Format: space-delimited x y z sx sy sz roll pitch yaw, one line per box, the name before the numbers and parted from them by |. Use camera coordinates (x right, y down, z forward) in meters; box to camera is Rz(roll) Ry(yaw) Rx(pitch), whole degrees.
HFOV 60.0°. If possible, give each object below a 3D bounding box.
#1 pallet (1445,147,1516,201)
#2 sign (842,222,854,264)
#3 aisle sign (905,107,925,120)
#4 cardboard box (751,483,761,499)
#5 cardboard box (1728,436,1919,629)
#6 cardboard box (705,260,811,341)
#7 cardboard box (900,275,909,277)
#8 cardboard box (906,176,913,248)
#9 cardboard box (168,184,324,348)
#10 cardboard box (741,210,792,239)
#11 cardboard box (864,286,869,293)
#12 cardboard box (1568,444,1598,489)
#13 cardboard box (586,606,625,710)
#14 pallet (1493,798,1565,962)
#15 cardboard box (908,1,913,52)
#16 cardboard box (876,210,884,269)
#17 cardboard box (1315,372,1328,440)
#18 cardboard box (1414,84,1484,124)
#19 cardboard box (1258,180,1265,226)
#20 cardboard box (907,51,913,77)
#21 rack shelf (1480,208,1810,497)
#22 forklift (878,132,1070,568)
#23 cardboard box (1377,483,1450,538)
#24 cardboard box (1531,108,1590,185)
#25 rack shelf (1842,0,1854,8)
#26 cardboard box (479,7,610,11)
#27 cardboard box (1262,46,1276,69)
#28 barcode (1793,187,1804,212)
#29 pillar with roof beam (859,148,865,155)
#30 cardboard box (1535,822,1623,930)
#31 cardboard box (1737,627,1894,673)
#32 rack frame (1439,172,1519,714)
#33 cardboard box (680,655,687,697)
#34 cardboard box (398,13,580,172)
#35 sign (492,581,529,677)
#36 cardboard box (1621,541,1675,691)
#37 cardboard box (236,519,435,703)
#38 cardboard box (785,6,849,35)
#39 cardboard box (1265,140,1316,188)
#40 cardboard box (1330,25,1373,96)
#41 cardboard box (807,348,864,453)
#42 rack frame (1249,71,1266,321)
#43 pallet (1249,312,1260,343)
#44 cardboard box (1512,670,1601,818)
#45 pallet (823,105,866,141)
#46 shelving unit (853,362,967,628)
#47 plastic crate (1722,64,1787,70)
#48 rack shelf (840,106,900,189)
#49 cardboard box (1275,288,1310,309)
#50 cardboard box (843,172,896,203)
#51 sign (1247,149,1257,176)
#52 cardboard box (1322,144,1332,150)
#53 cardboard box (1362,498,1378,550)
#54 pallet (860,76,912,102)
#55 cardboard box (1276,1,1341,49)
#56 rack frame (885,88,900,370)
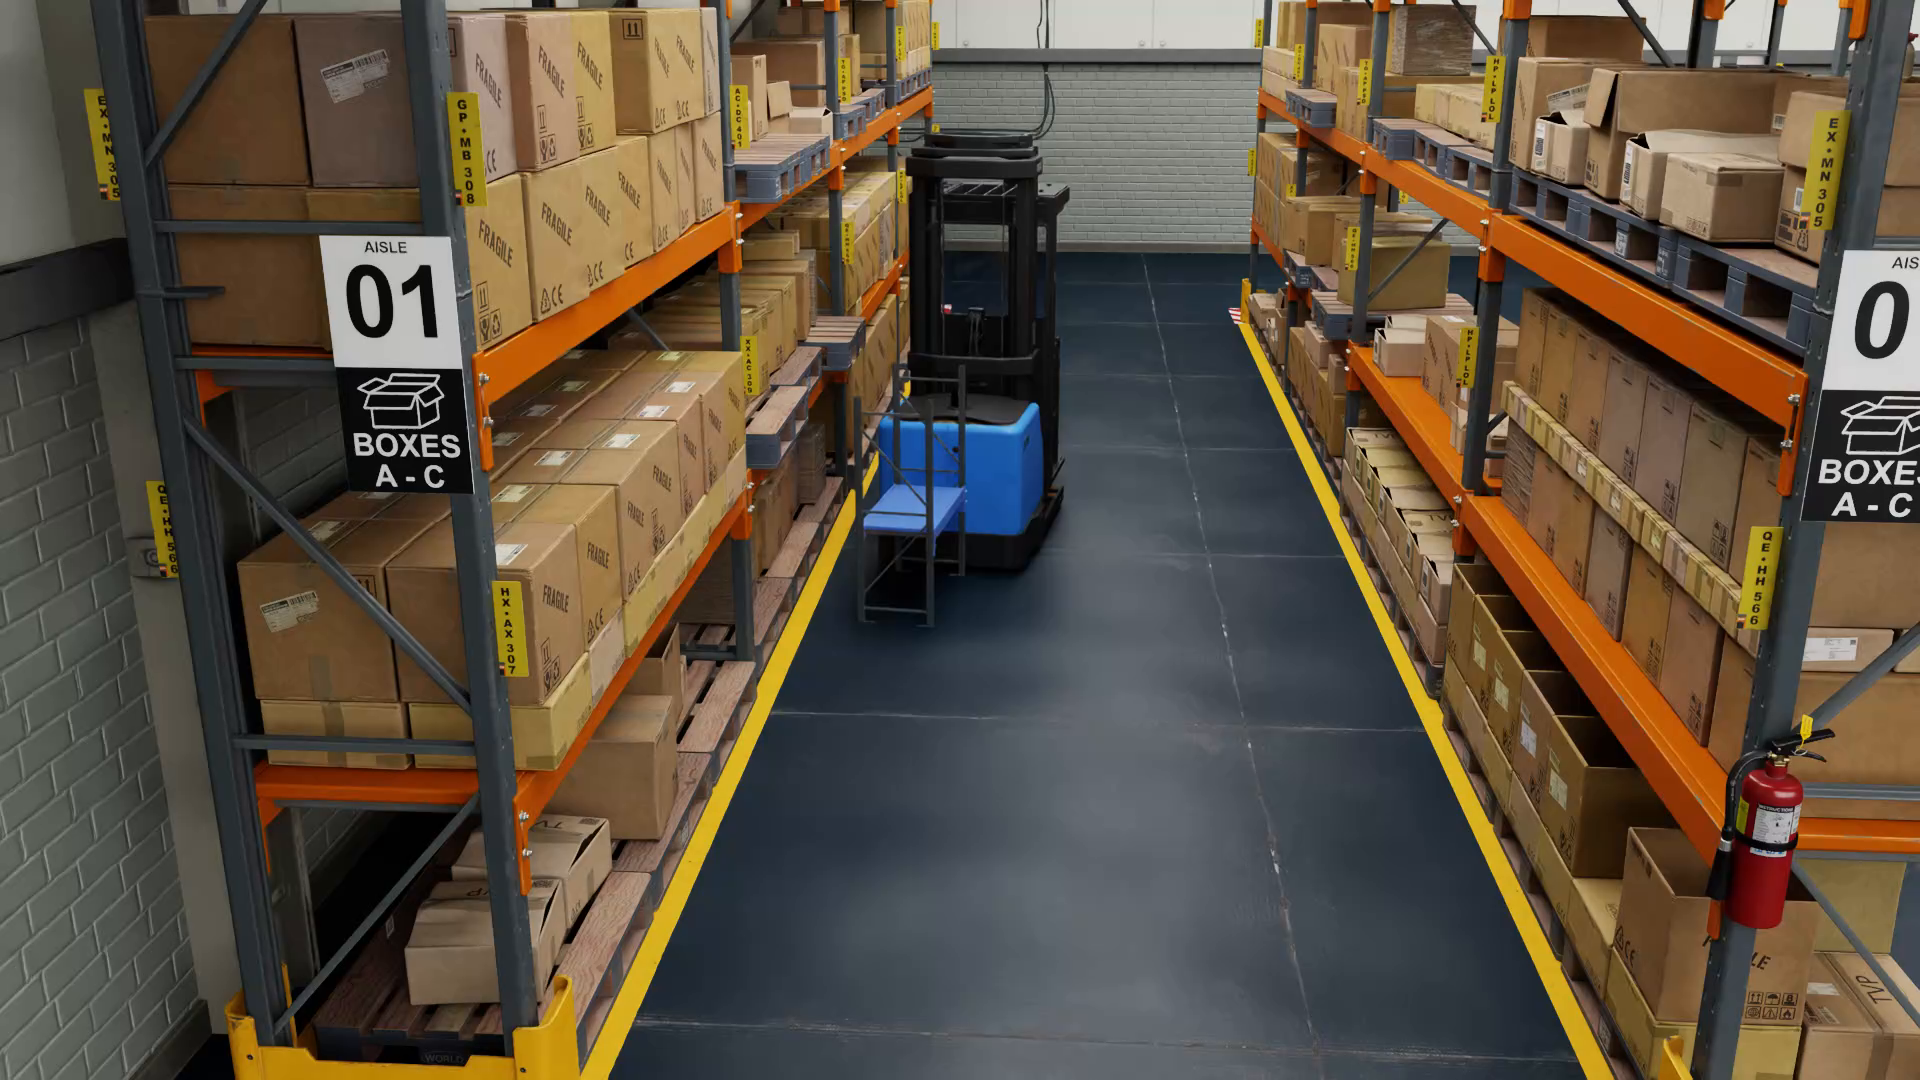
pallet | 3.290 -2.055 9.369 0.805 0.209 1.217 1 18 2
sign | -0.873 -2.302 12.898 0.100 0.325 0.005 1 18 4
aisle sign | -0.537 -5.534 20.320 0.394 0.787 0.004 1 18 4
cardboard box | -1.604 -0.461 11.117 0.500 0.250 0.500 1 18 2
cardboard box | 3.003 -0.030 5.452 0.700 0.500 0.500 1 18 4
cardboard box | -1.452 -1.735 12.032 0.700 0.500 0.500 0 18 -1
cardboard box | -0.828 -2.920 19.856 0.700 0.500 0.500 1 18 4
cardboard box | -1.015 -3.578 18.043 0.980 0.700 0.700 1 18 3
cardboard box | -2.211 -0.931 5.439 0.500 0.500 0.500 3 18 8
cardboard box | -1.641 -2.500 13.360 0.500 0.250 0.500 2 18 5
cardboard box | -1.035 -2.344 15.130 0.380 0.149 0.250 2 18 6
cardboard box | 2.939 -0.323 7.389 0.380 0.149 0.250 1 18 2
cardboard box | -1.614 0.442 6.466 0.500 0.250 0.500 1 18 2
pallet | 3.056 1.504 7.493 1.003 0.211 1.213 1 18 4
cardboard box | -0.767 -5.373 17.388 0.500 0.500 0.500 1 18 3
cardboard box | -0.981 -2.776 15.406 0.500 0.500 0.500 1 18 4
cardboard box | 3.397 -1.167 14.474 0.500 0.500 0.500 1 18 2
cardboard box | 3.550 -3.101 11.817 0.500 0.250 0.500 0 18 0
cardboard box | 3.773 -3.929 19.436 0.500 0.500 0.500 1 18 3
cardboard box | -0.765 -5.009 17.480 0.500 0.250 0.500 1 18 3
rack shelf | 3.096 -0.909 6.718 1.077 0.370 4.000 1 18 4
forklift | 0.215 -1.614 12.642 1.130 2.935 3.031 4 18 11
cardboard box | 3.092 -0.211 11.090 0.500 0.311 0.500 1 18 3
cardboard box | 2.902 -1.778 7.457 0.500 0.311 0.500 0 18 1
rack shelf | 8.610 -4.517 13.555 1.077 0.370 4.000 1 18 4
cardboard box | -2.022 -2.368 8.216 0.500 0.500 0.500 2 18 5
cardboard box | 3.803 -5.612 19.352 0.500 0.250 0.500 1 18 4
barcode | 2.493 -1.010 4.939 0.001 0.075 0.075 1 18 4
pillar with roof beam | 2.783 -7.896 22.068 9.100 9.000 0.400 1 18 4
cardboard box | 2.755 1.419 7.018 0.500 0.250 0.500 1 18 4
cardboard box | 2.790 0.317 5.436 0.380 0.149 0.250 1 18 3
rack frame | 3.240 -0.447 8.969 1.000 3.000 0.127 1 18 4
cardboard box | -1.710 0.748 9.166 0.380 0.166 0.250 -1 18 -3
cardboard box | -1.632 -1.540 5.691 0.500 0.500 0.500 1 18 3
sign | -1.447 0.287 5.340 0.100 0.325 0.005 1 18 4
cardboard box | 3.073 0.286 6.572 0.700 0.500 0.500 1 18 4
cardboard box | -2.167 0.240 5.876 0.500 0.500 0.500 1 18 3
cardboard box | -1.322 -4.809 15.393 0.500 0.250 0.500 3 18 8
cardboard box | 3.734 -4.247 18.799 0.500 0.500 0.500 2 18 5
cardboard box | 3.678 -4.288 14.881 0.600 0.600 0.600 1 18 3
cardboard box | -1.231 -1.202 14.052 0.750 0.750 0.750 1 18 3
rack frame | 4.100 -4.174 20.343 1.000 3.000 0.127 1 18 4
pallet | 4.038 -2.577 19.950 1.003 0.211 1.213 1 18 4
cardboard box | 2.789 0.907 7.375 0.500 0.500 0.500 1 18 4
pallet | -1.422 -3.335 13.271 1.213 0.211 1.003 2 18 6
shelving unit | -0.313 -0.319 10.989 0.538 1.500 1.048 4 18 11
plastic crate | 8.657 -4.989 18.115 0.504 0.338 0.767 1 18 4
rack shelf | -1.271 -3.503 14.635 1.077 0.370 4.000 1 18 4
cardboard box | 3.943 -2.538 18.653 0.797 0.503 0.637 1 18 4
cardboard box | -0.906 -3.445 16.244 0.500 0.250 0.500 2 18 5
sign | 3.559 -4.597 20.245 0.100 0.325 0.005 1 18 4
cardboard box | 4.237 -4.074 18.274 0.500 0.500 0.500 2 18 6
cardboard box | 3.129 -0.108 11.677 0.500 0.250 0.500 1 18 2
pallet | -1.059 -4.678 17.207 1.003 0.211 1.213 1 18 4
cardboard box | 3.959 -5.808 18.749 0.700 0.500 0.500 1 18 4
rack frame | -1.128 -3.041 16.886 1.000 3.000 0.127 1 18 4
